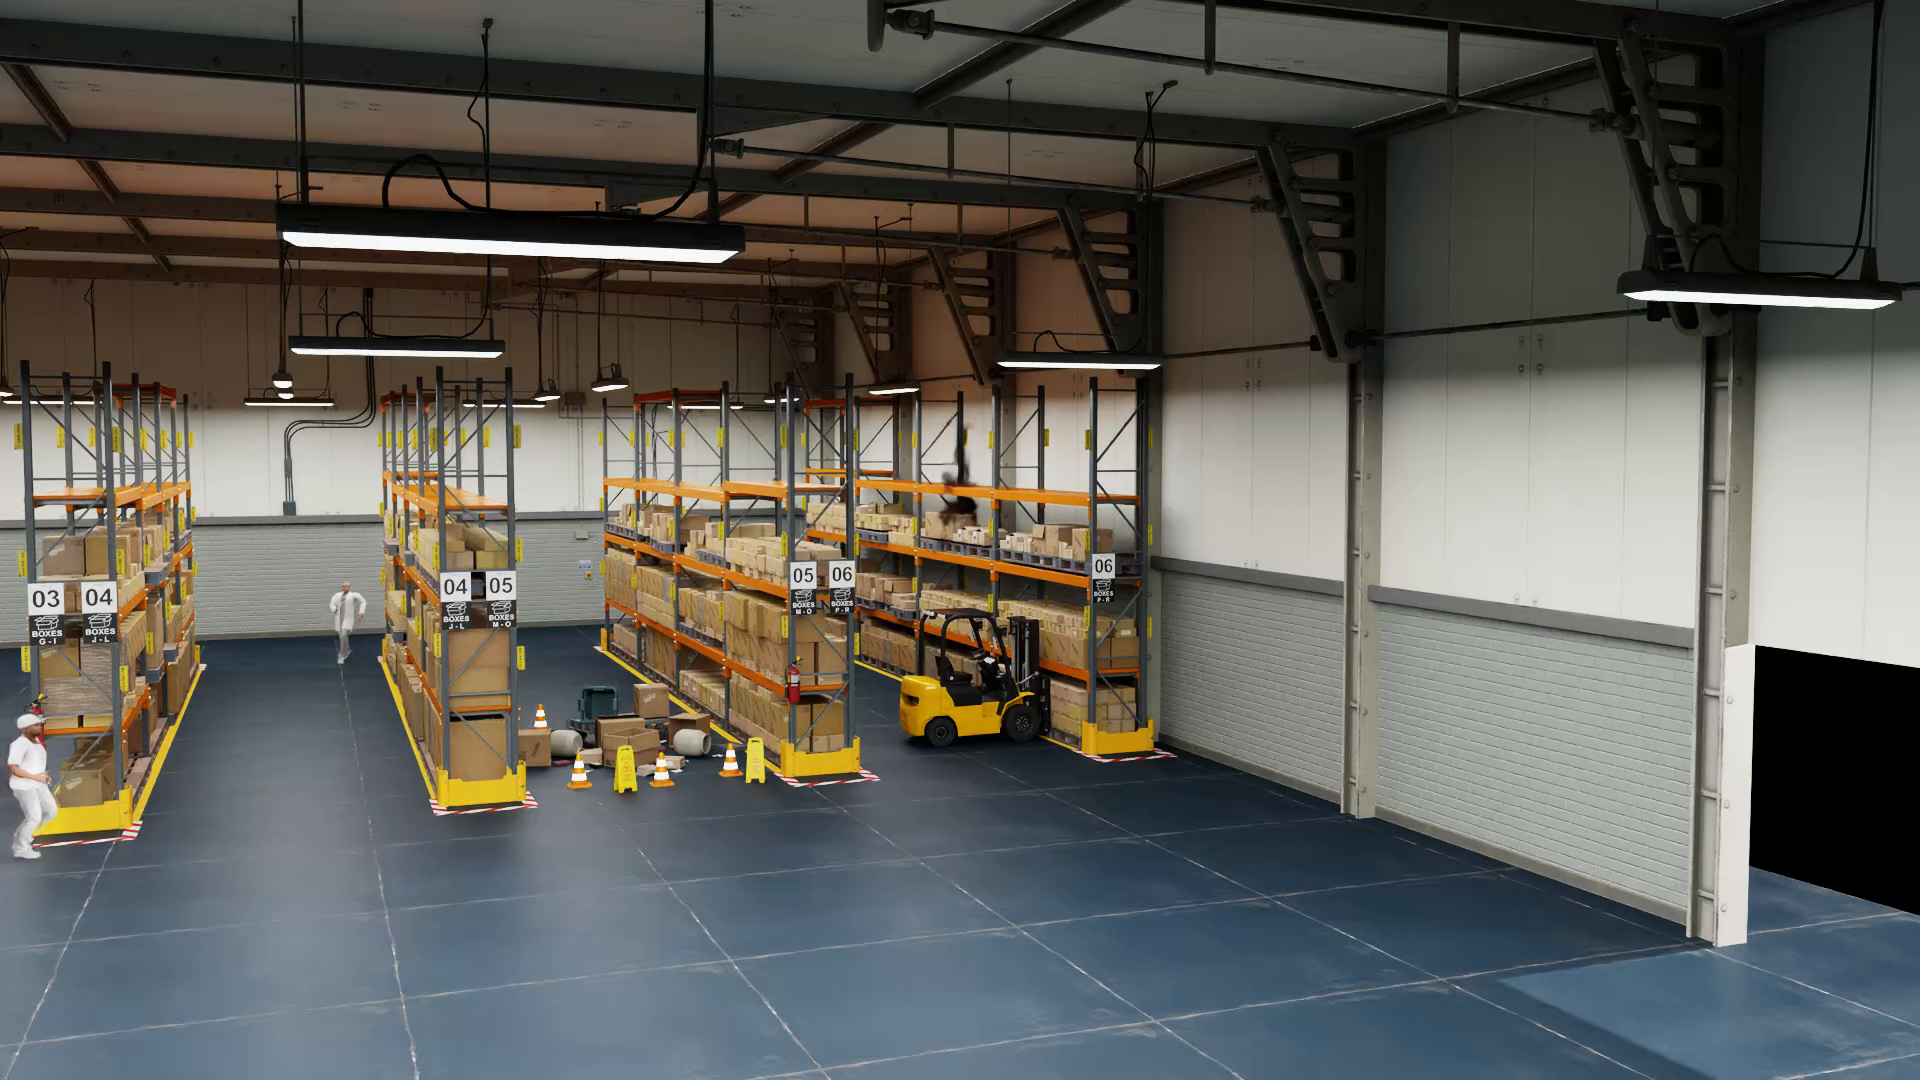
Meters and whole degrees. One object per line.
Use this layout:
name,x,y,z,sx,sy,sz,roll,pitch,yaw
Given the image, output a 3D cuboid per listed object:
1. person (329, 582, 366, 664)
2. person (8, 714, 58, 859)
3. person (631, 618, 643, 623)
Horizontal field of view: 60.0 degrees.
person,-13.855,1.860,37.579,0.752,1.853,0.862,0,3,7
person,-11.098,2.940,19.892,0.558,1.733,0.709,0,3,-6
person,-7.855,1.696,40.930,0.848,1.732,0.588,-2,4,-25
